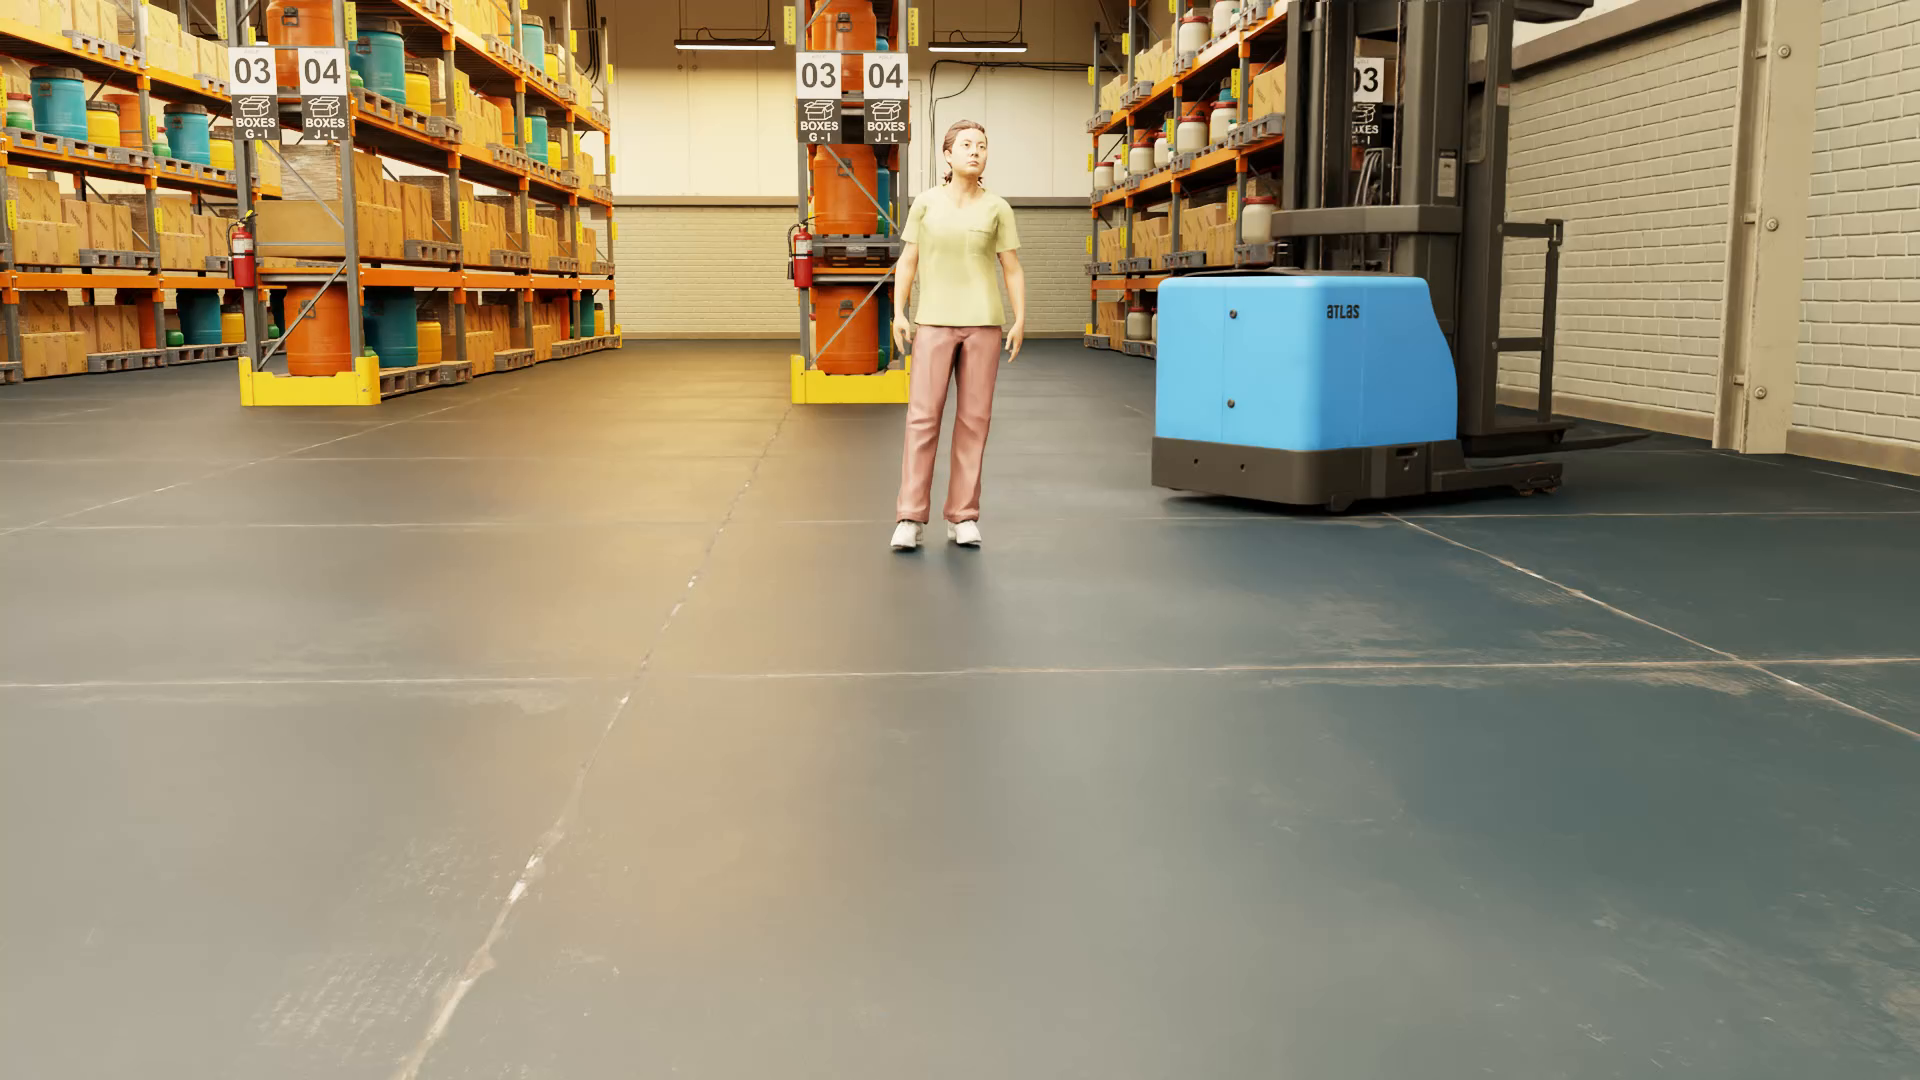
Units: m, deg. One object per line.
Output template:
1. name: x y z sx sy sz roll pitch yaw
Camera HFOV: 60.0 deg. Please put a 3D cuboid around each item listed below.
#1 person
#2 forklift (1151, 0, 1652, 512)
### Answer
1. person: -0.006 -0.825 6.613 0.555 1.675 0.549 -1 8 -4
2. forklift: 2.425 -1.721 8.421 3.031 2.935 1.130 -6 10 -36
